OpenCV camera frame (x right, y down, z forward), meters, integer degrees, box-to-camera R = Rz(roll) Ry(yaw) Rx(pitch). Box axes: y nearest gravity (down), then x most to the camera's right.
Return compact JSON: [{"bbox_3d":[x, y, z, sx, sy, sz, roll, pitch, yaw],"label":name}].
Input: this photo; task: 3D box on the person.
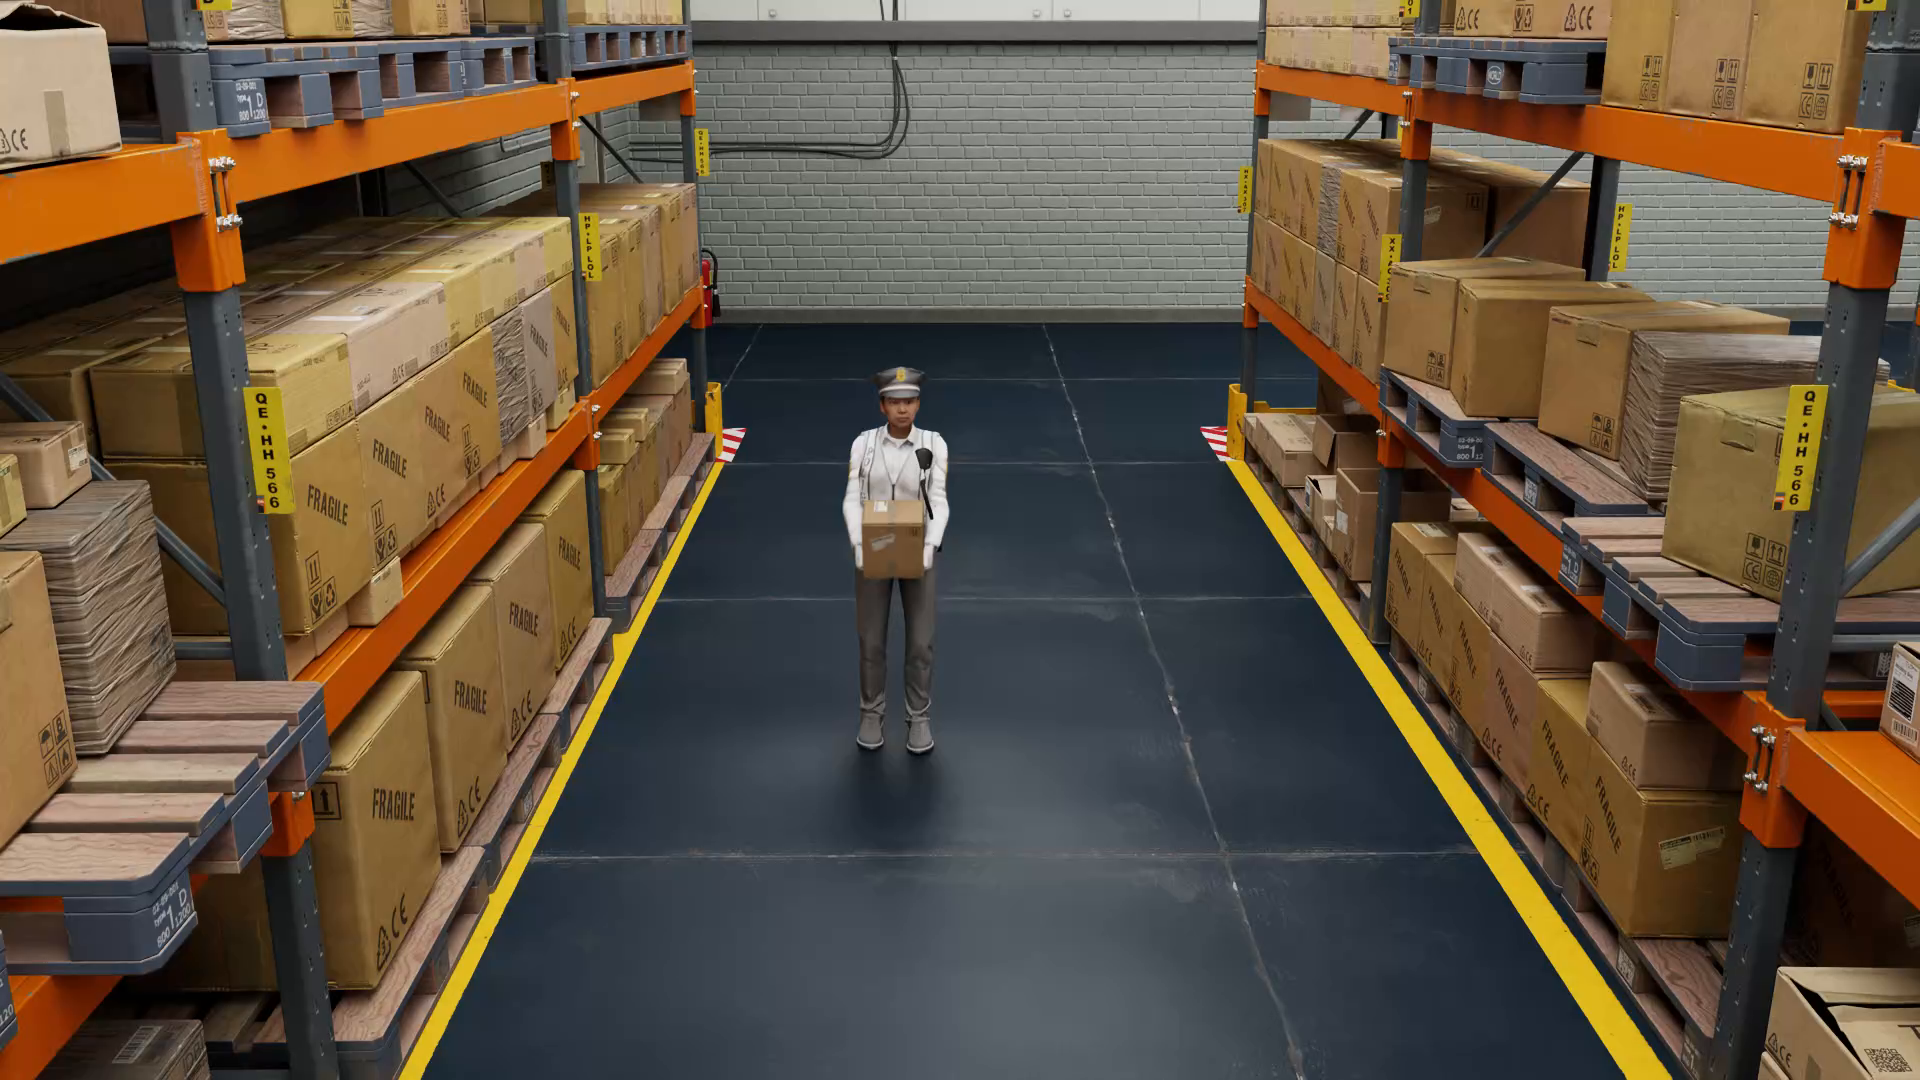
[{"bbox_3d":[-0.275,0.094,7.200,0.459,1.686,0.563,0,17,0],"label":"person"}]
